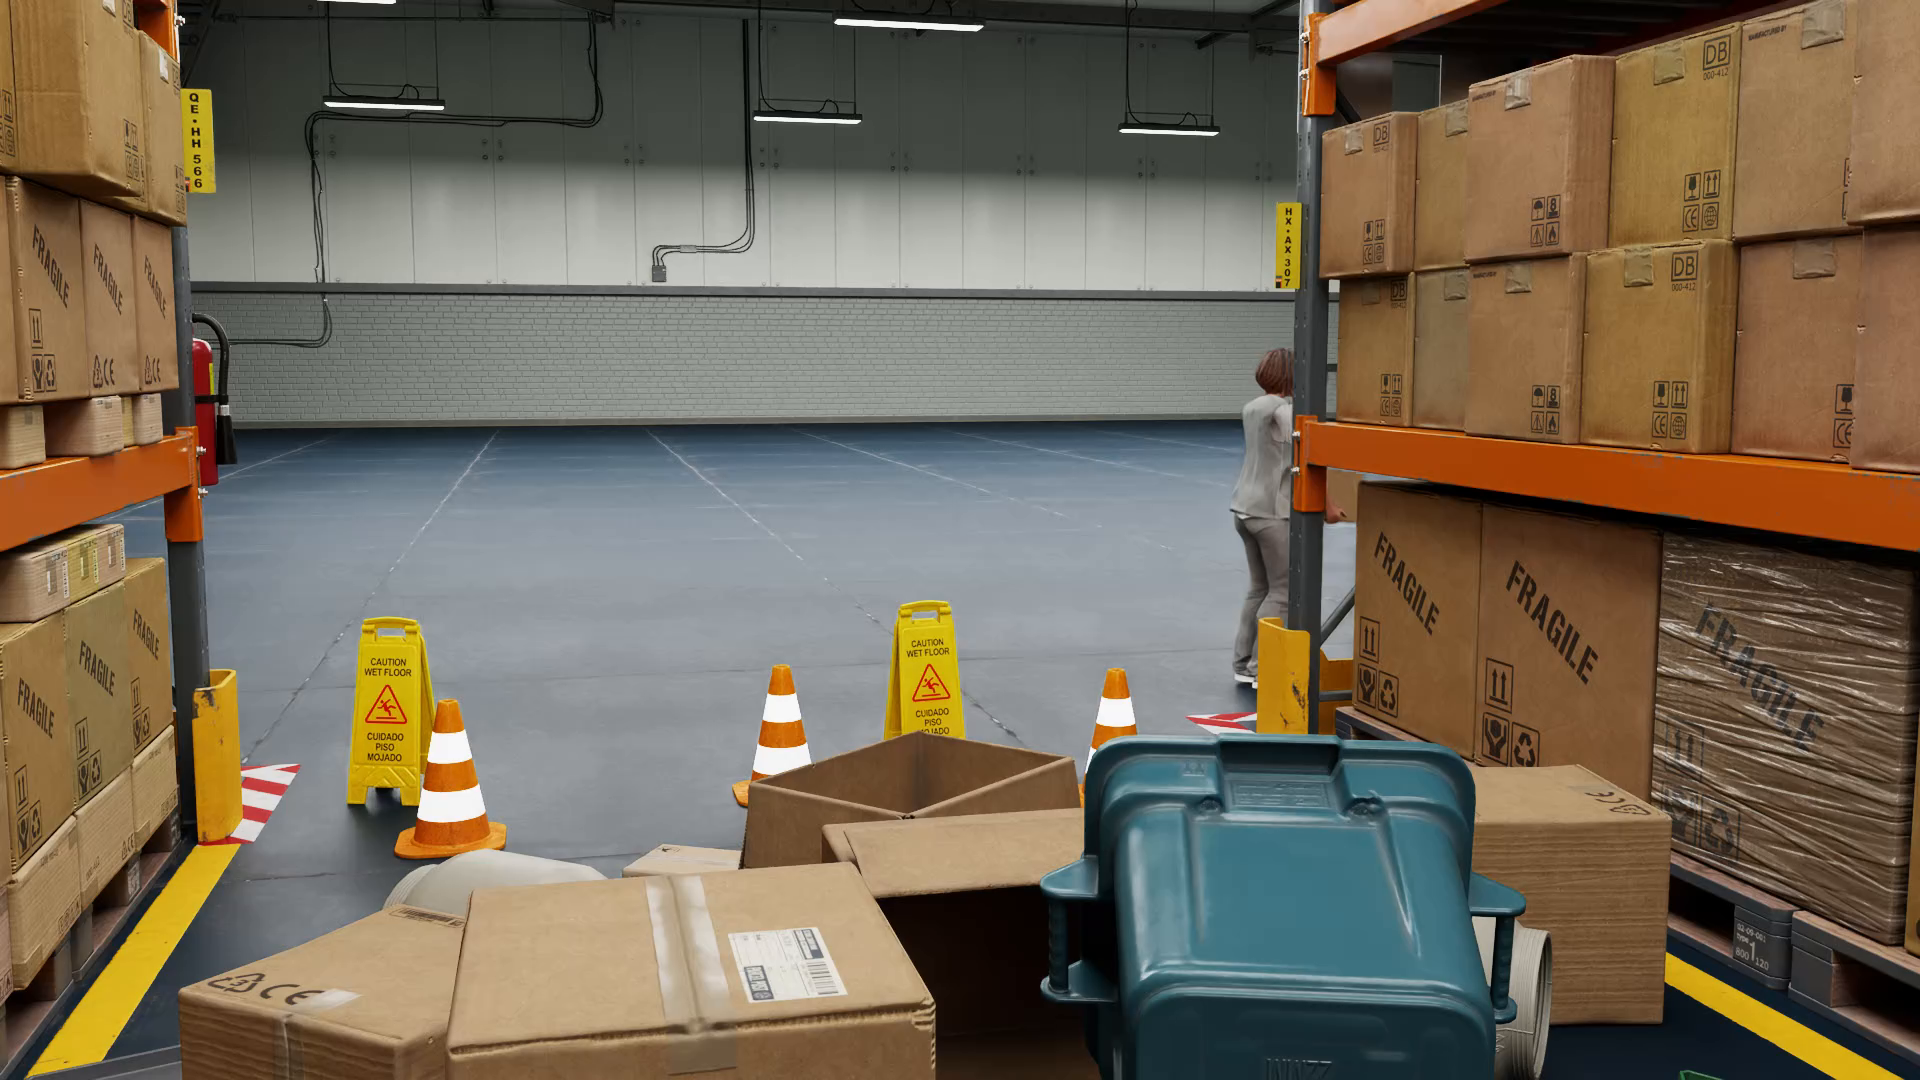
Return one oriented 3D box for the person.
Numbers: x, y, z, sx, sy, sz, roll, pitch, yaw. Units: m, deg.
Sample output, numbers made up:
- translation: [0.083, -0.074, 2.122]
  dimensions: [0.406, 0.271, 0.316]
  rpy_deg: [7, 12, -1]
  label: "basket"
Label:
- translation: [1.519, -0.098, 7.791]
  dimensions: [0.507, 1.596, 0.375]
  rpy_deg: [-2, 7, -15]
  label: "person"
